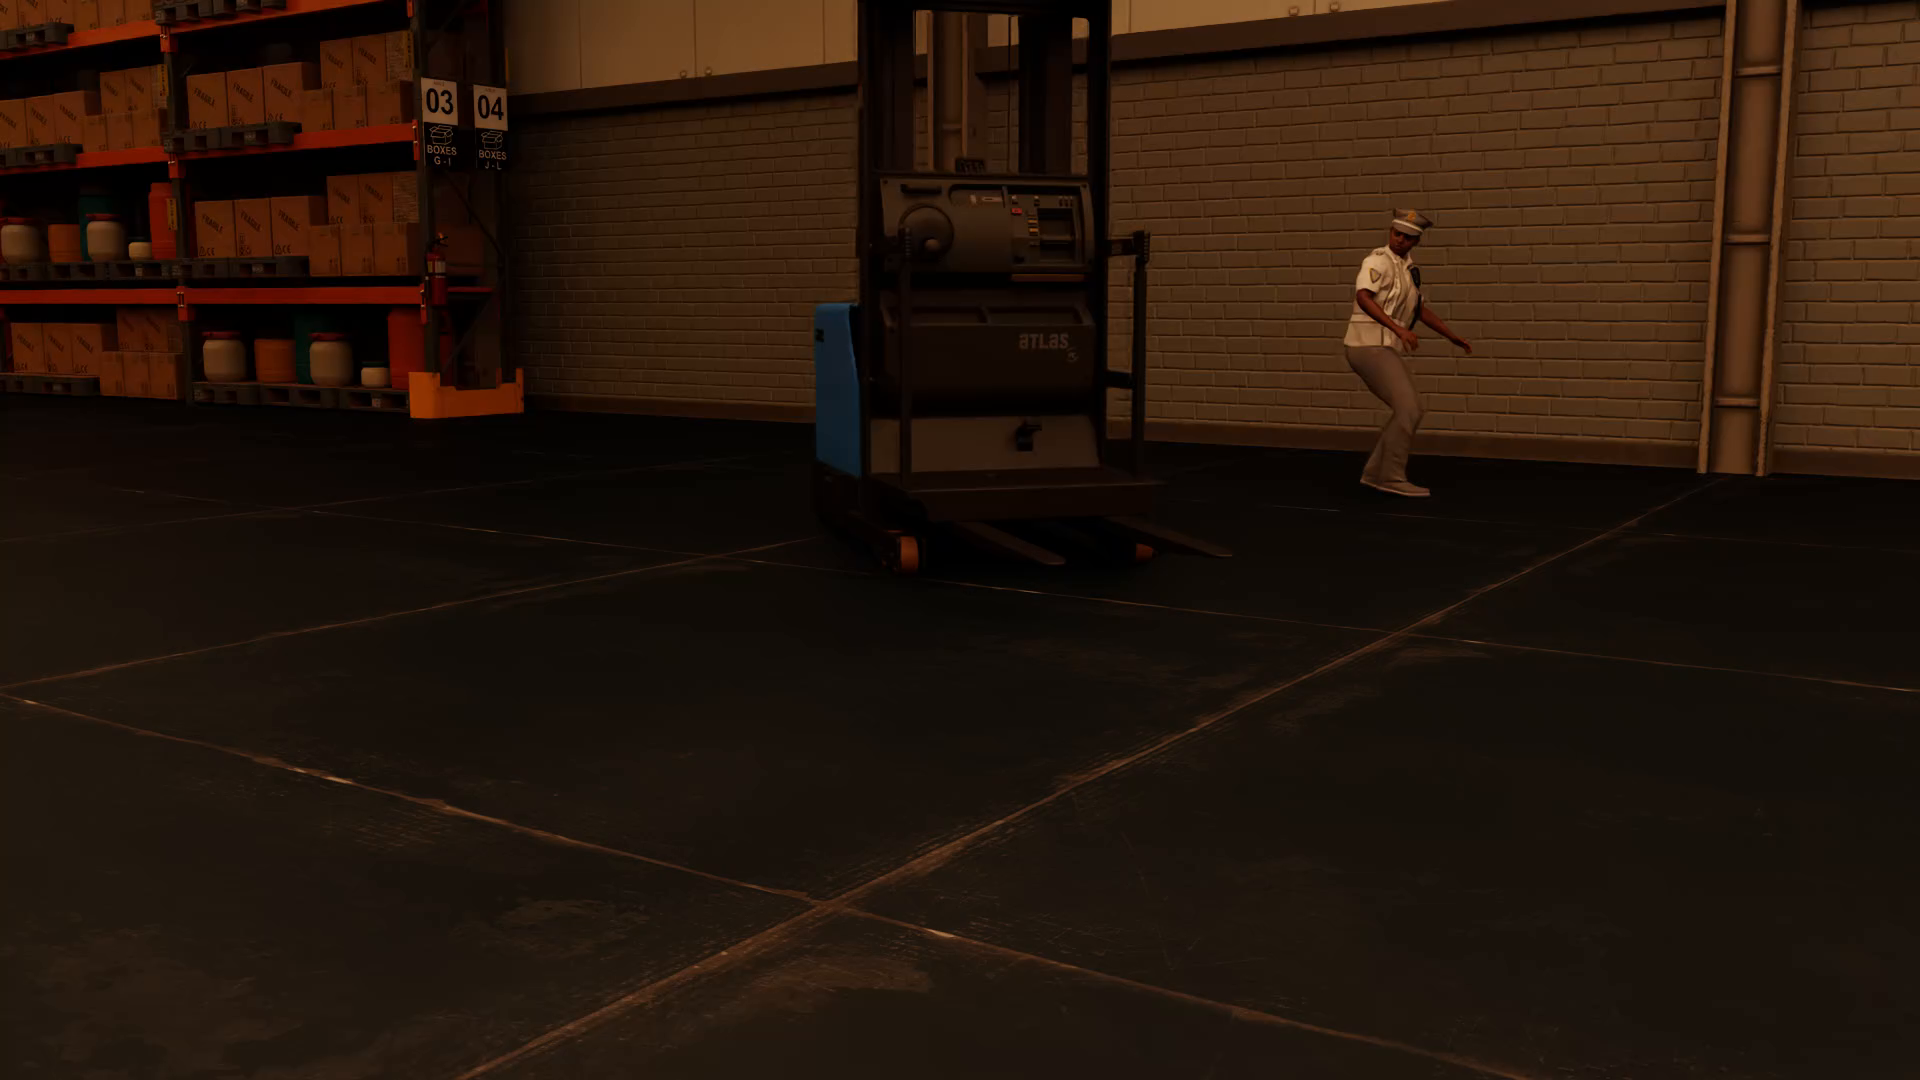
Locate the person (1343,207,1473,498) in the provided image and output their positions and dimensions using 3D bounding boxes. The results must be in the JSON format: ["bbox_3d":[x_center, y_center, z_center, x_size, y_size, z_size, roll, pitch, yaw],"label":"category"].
[{"bbox_3d":[2.489,-1.032,9.305,0.642,1.626,0.695,5,9,30],"label":"person"}]

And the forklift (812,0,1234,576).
[{"bbox_3d":[0.181,-1.369,6.818,1.130,2.935,3.031,-2,8,-16],"label":"forklift"}]
